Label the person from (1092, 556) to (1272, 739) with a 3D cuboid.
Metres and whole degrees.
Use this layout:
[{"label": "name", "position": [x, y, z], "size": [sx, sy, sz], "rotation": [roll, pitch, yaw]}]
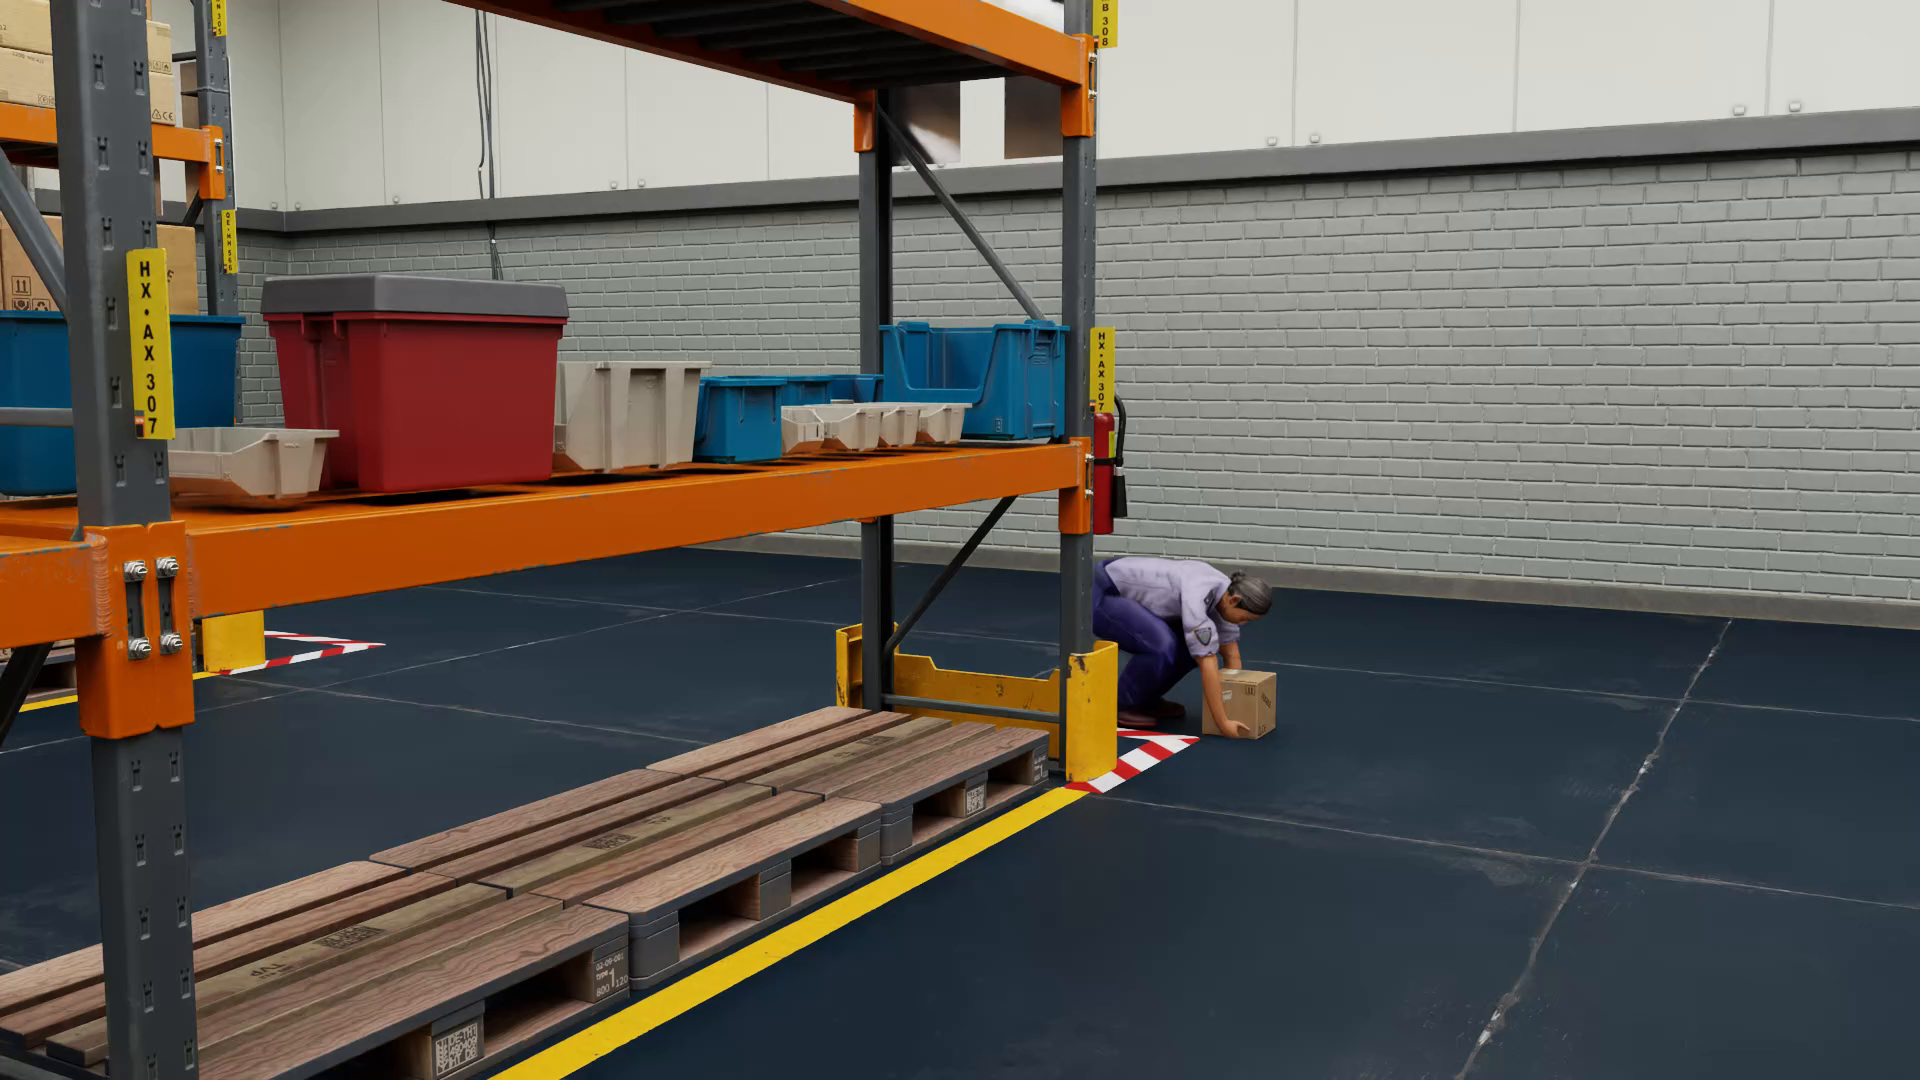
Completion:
[{"label": "person", "position": [0.953, 0.461, 7.441], "size": [0.905, 0.763, 0.516], "rotation": [4, 7, 30]}]
